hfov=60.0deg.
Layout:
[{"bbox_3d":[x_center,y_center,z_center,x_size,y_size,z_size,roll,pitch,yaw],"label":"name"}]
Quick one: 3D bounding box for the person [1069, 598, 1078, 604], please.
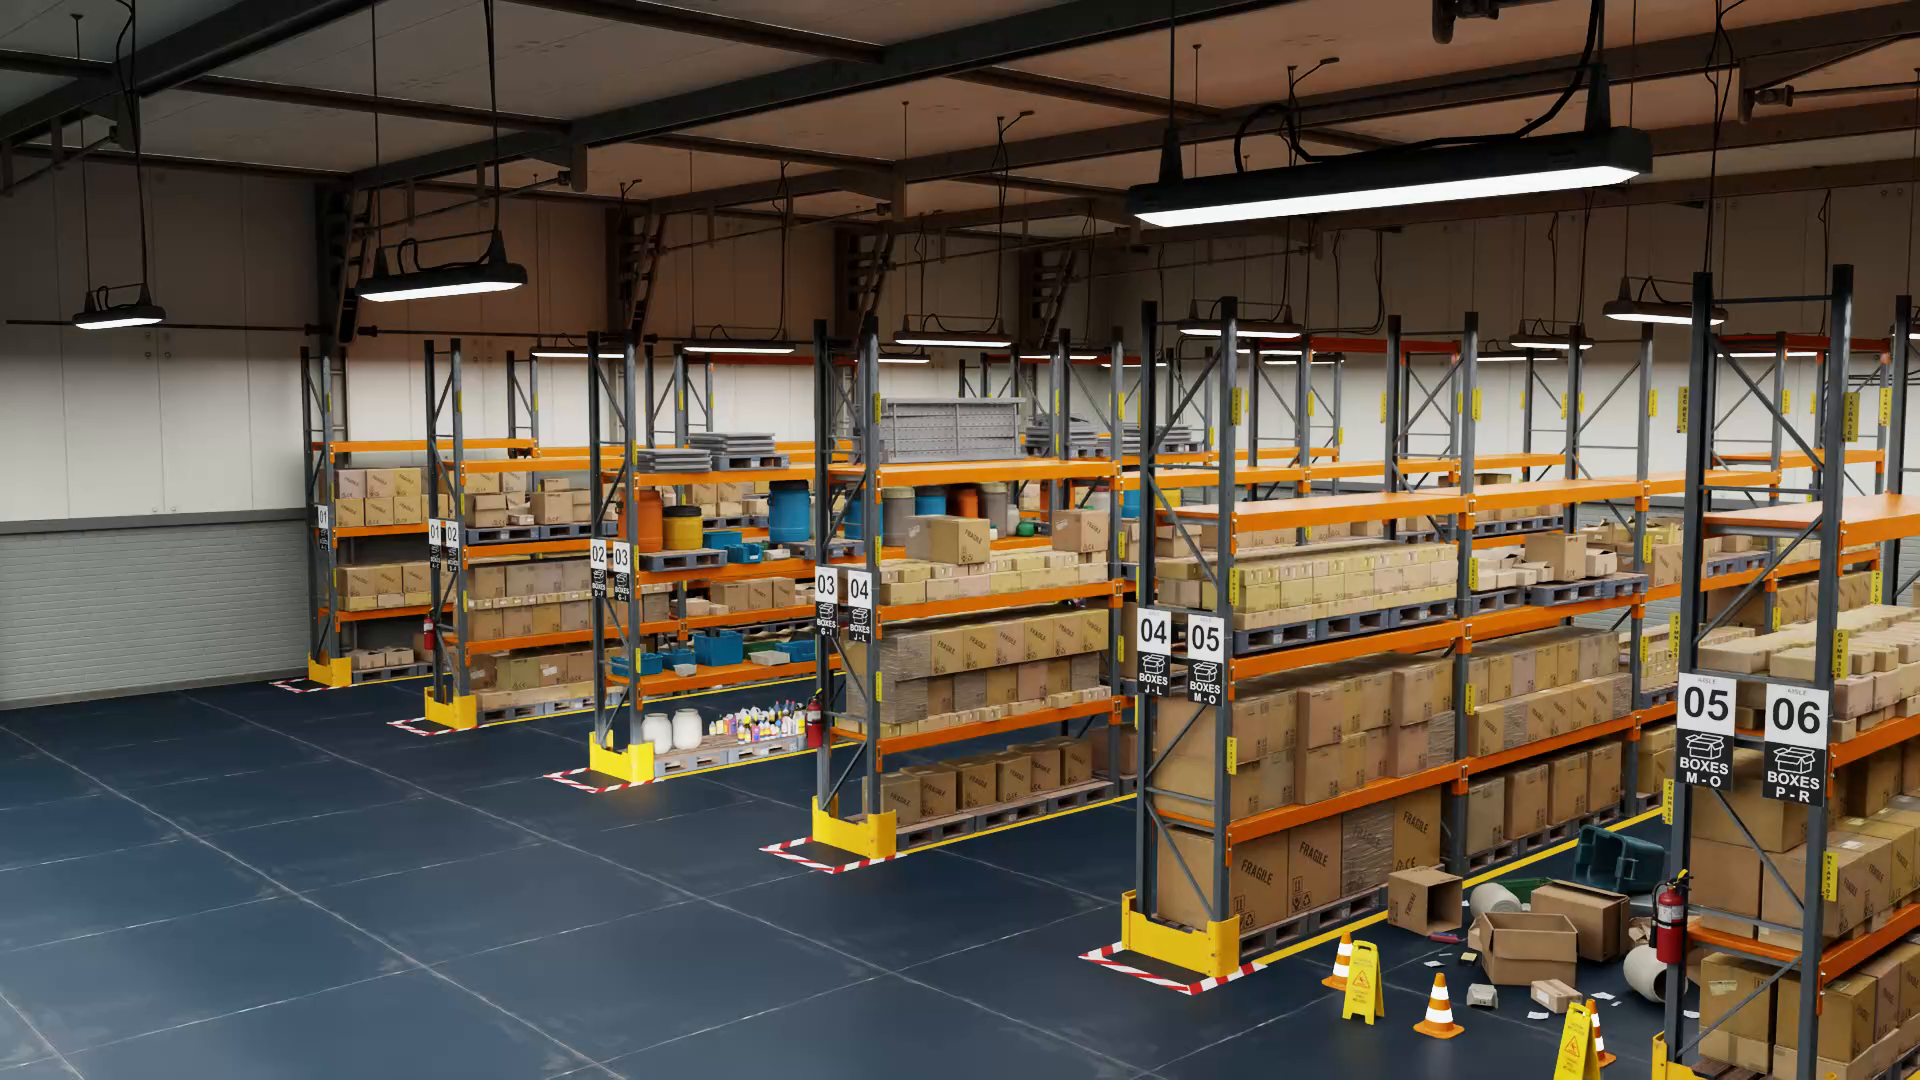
[{"bbox_3d":[2.040,1.497,31.814,0.514,1.783,0.622,2,5,19],"label":"person"}]
